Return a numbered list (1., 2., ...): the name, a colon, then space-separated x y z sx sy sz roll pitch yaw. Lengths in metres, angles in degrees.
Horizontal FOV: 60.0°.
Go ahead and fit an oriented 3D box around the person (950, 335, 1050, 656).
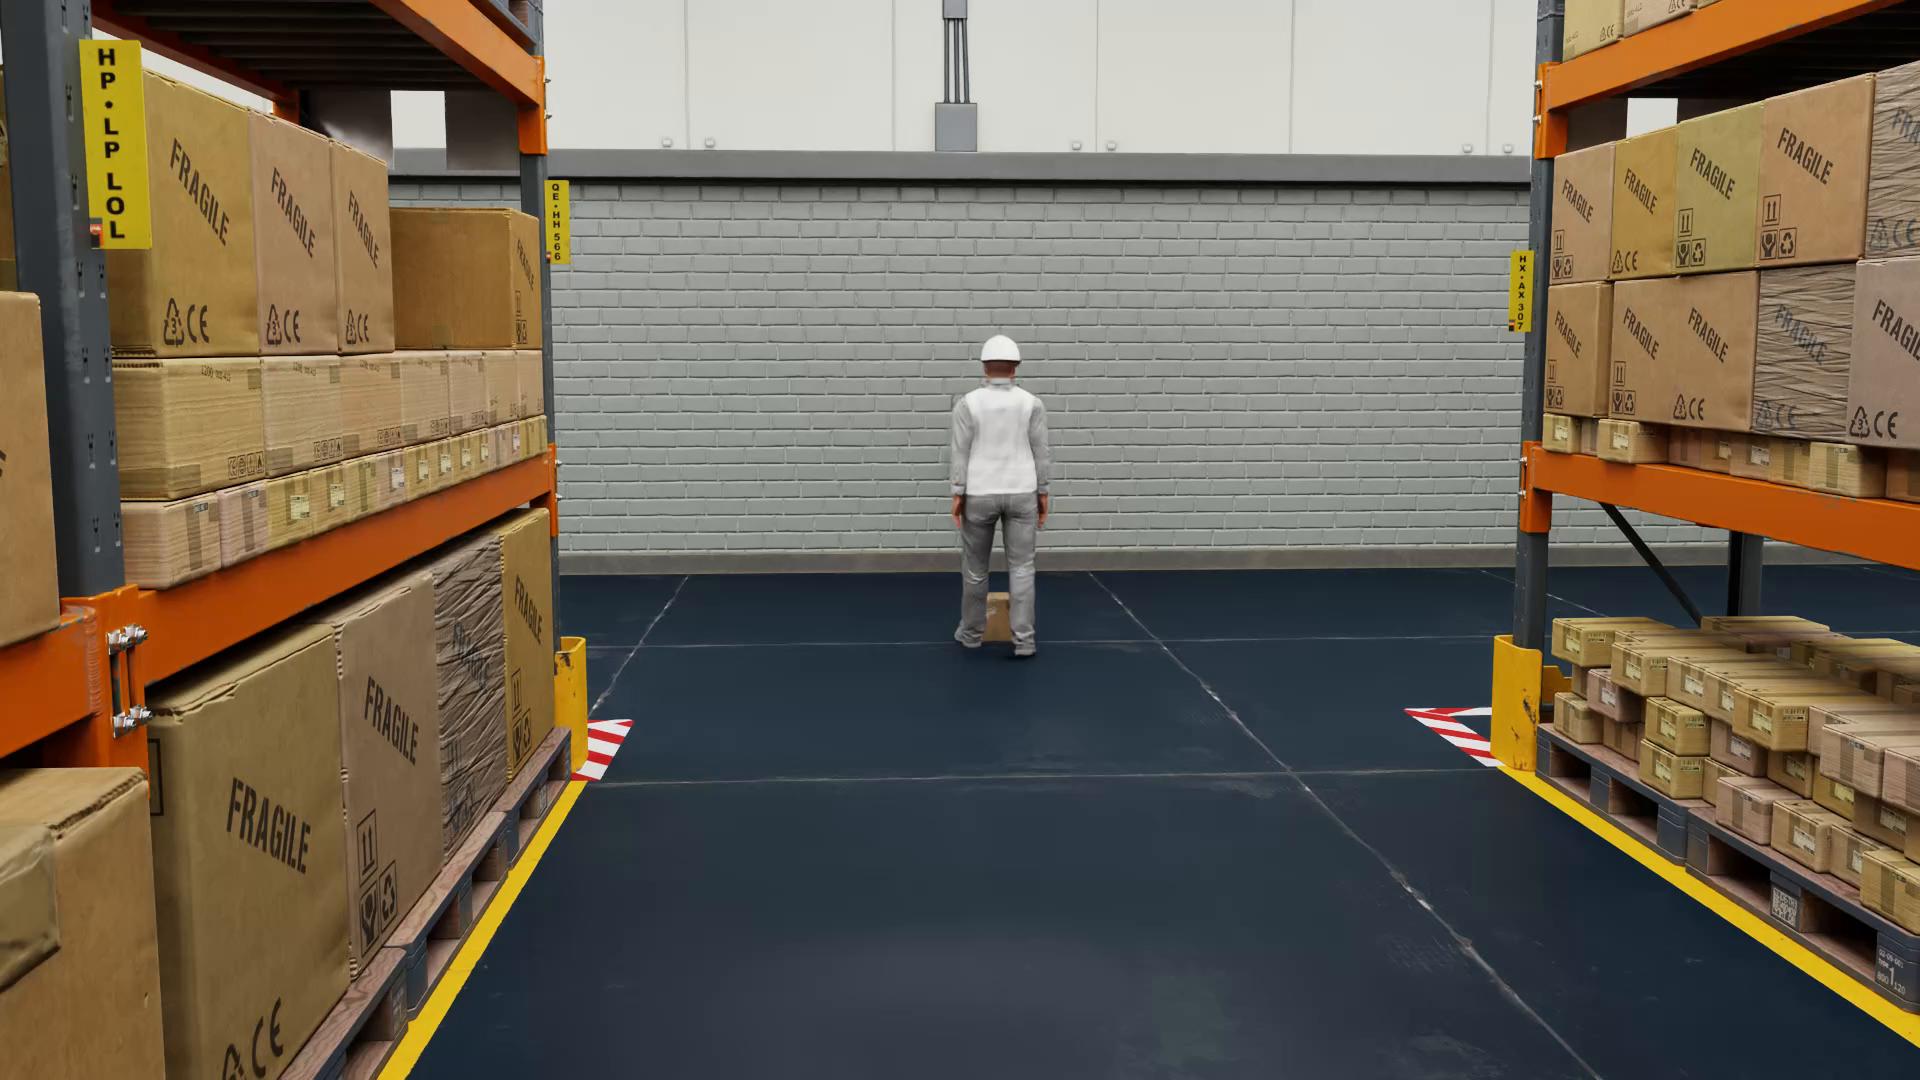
1. person: 0.213 -0.252 9.266 0.553 1.766 0.684 0 7 -4
